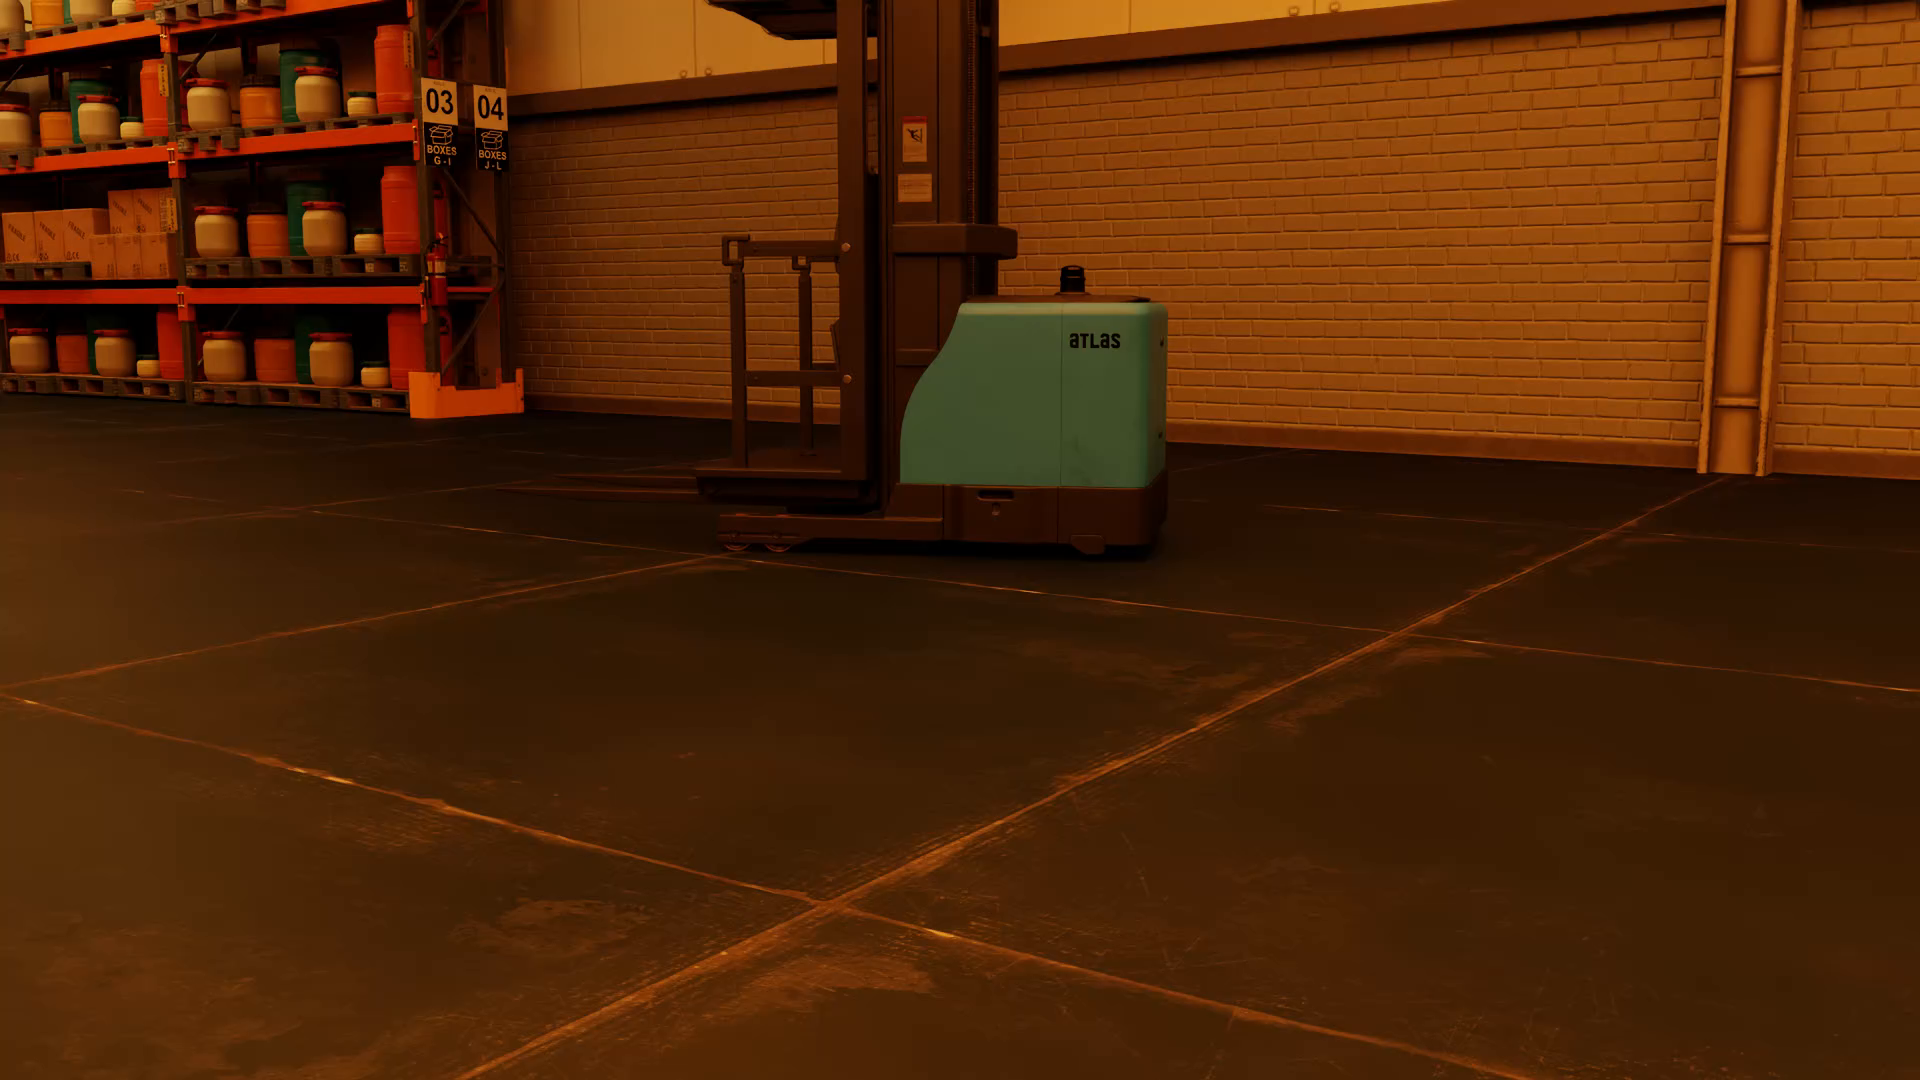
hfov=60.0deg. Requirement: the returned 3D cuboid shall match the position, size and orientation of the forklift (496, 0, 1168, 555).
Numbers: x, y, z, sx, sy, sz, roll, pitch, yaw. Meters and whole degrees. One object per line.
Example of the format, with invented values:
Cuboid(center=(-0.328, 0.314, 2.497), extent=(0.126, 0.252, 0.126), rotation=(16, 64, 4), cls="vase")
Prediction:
Cuboid(center=(-0.596, -1.469, 7.520), extent=(3.031, 2.935, 1.130), rotation=(2, 8, 12), cls="forklift")
